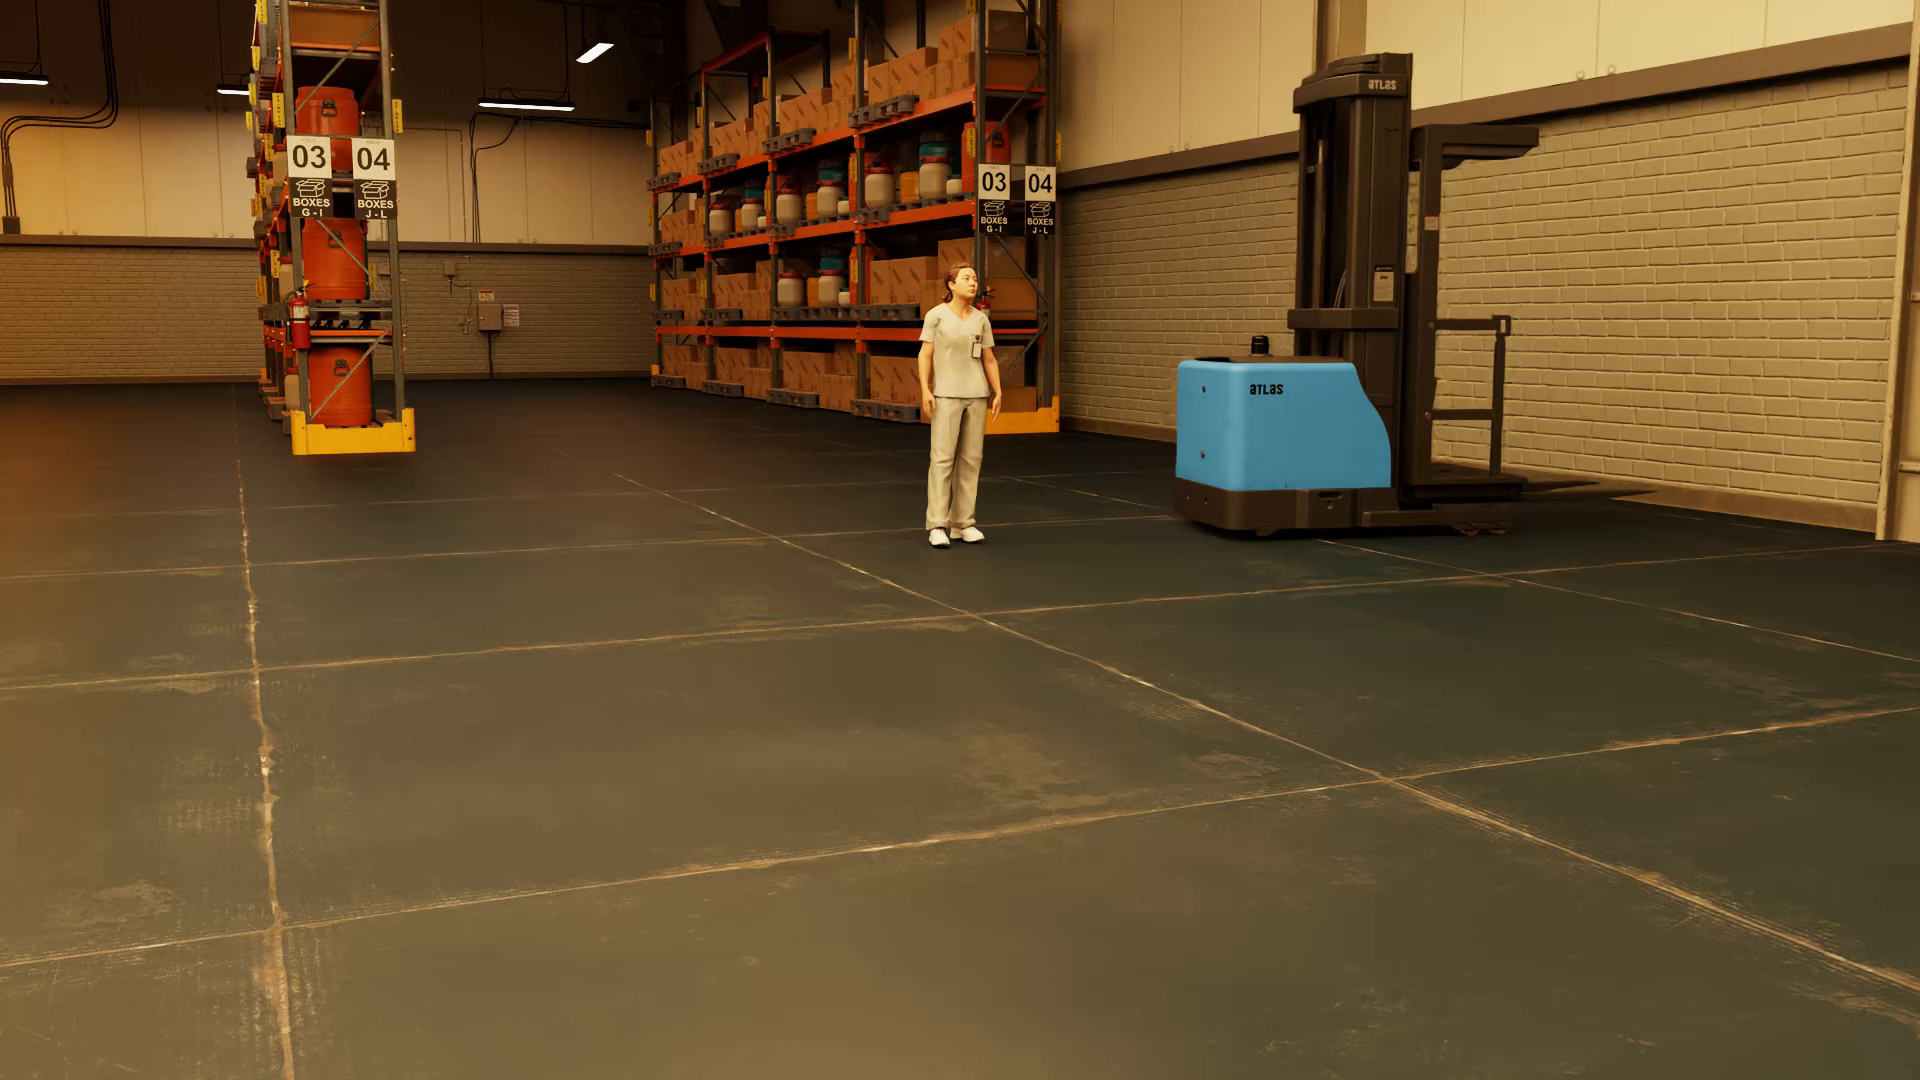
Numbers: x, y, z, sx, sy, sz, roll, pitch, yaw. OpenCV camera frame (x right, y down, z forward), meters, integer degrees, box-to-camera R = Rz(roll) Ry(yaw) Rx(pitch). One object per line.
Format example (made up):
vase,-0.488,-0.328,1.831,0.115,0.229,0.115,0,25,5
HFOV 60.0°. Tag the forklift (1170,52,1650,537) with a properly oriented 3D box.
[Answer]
forklift,2.954,-1.547,10.673,3.031,2.935,1.130,-2,8,-13

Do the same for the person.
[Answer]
person,0.017,-0.828,9.971,0.550,1.675,0.549,-3,8,-23
